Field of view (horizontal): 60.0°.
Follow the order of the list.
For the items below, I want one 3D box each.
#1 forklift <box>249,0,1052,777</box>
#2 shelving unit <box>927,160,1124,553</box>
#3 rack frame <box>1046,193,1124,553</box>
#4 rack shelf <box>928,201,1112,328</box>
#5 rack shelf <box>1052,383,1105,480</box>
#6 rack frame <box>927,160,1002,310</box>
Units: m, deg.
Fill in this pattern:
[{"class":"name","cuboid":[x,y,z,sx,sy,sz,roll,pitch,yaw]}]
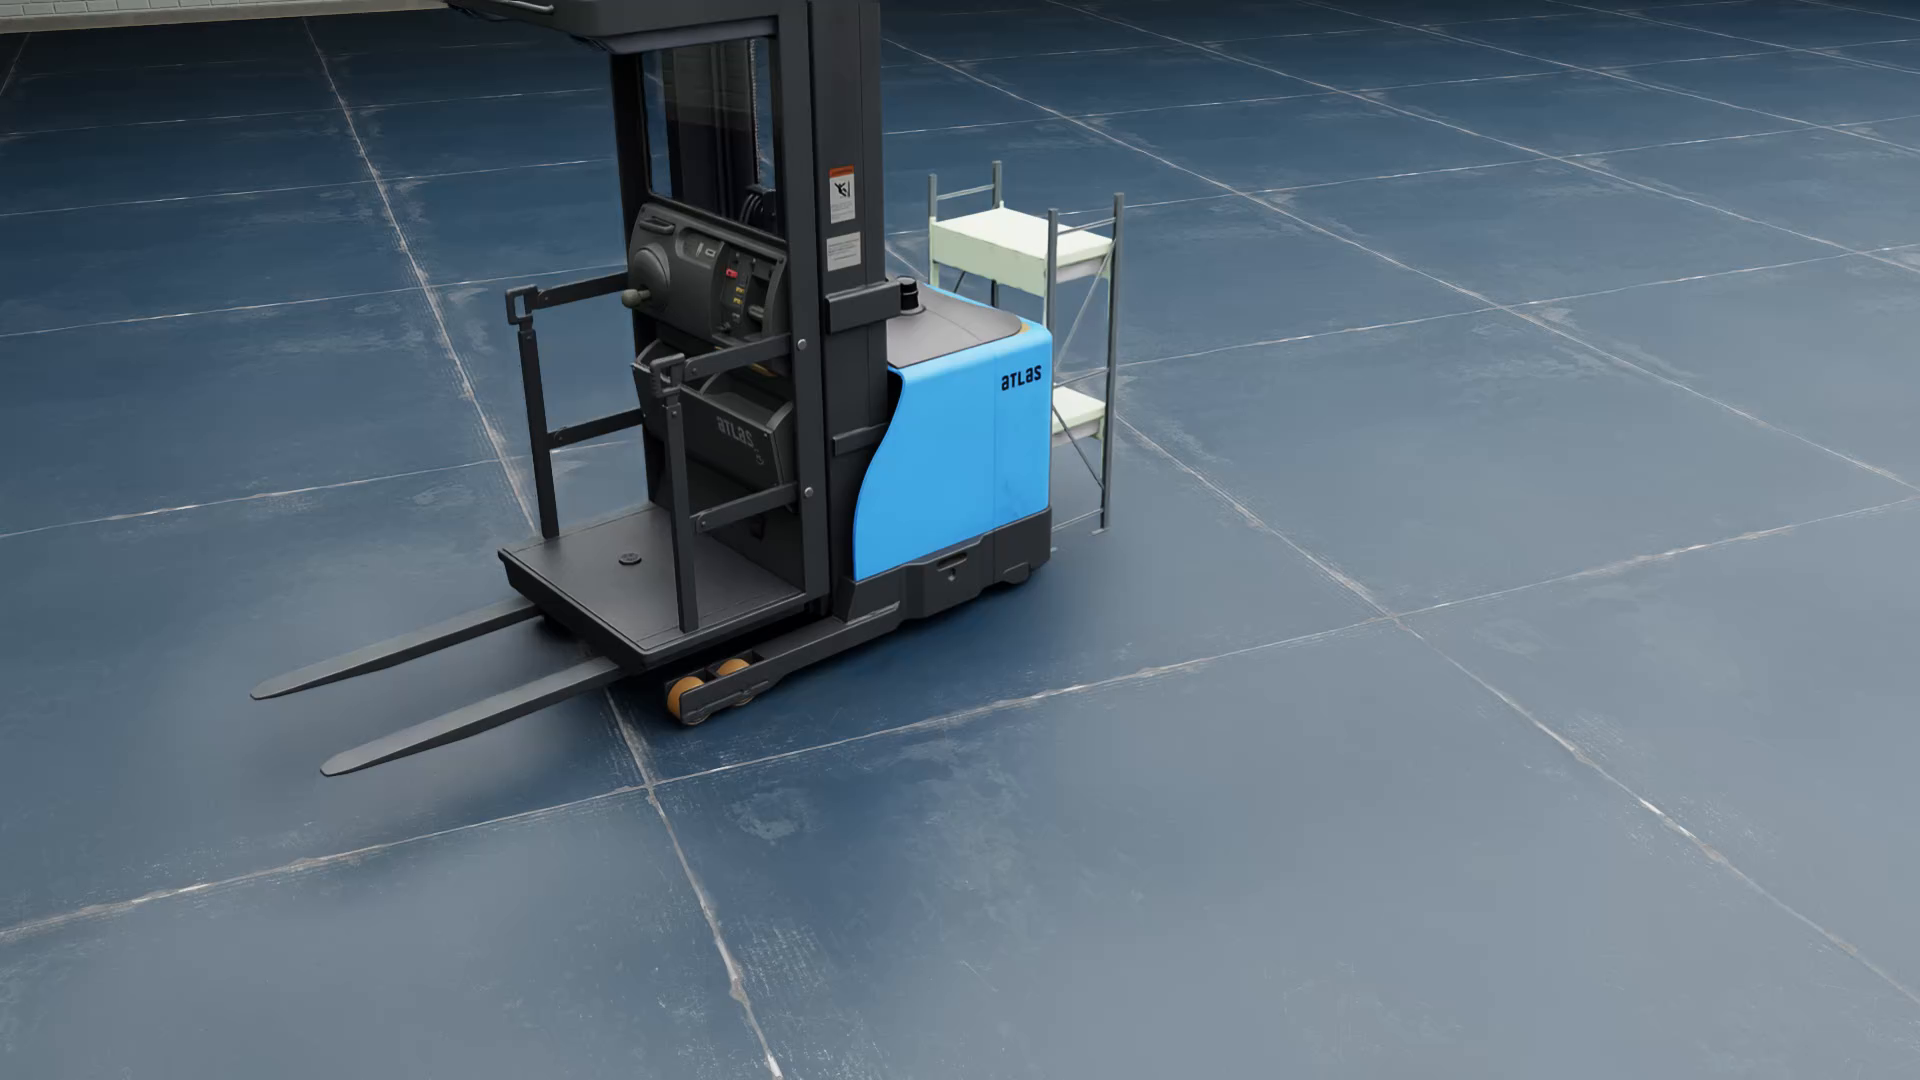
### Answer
[{"class":"forklift","cuboid":[-1.066,-0.921,5.795,3.031,2.935,1.130,-21,33,-36]},{"class":"shelving unit","cuboid":[0.260,-0.786,7.150,0.431,1.500,0.755,-21,33,-36]},{"class":"rack frame","cuboid":[0.500,-0.665,6.902,0.400,1.500,0.023,-21,33,-36]},{"class":"rack shelf","cuboid":[0.261,-1.137,6.979,0.431,0.370,0.720,-21,33,-36]},{"class":"rack shelf","cuboid":[0.260,-0.493,7.293,0.431,0.370,0.720,-21,33,-36]},{"class":"rack frame","cuboid":[0.021,-0.908,7.399,0.400,1.500,0.023,-21,33,-36]}]
